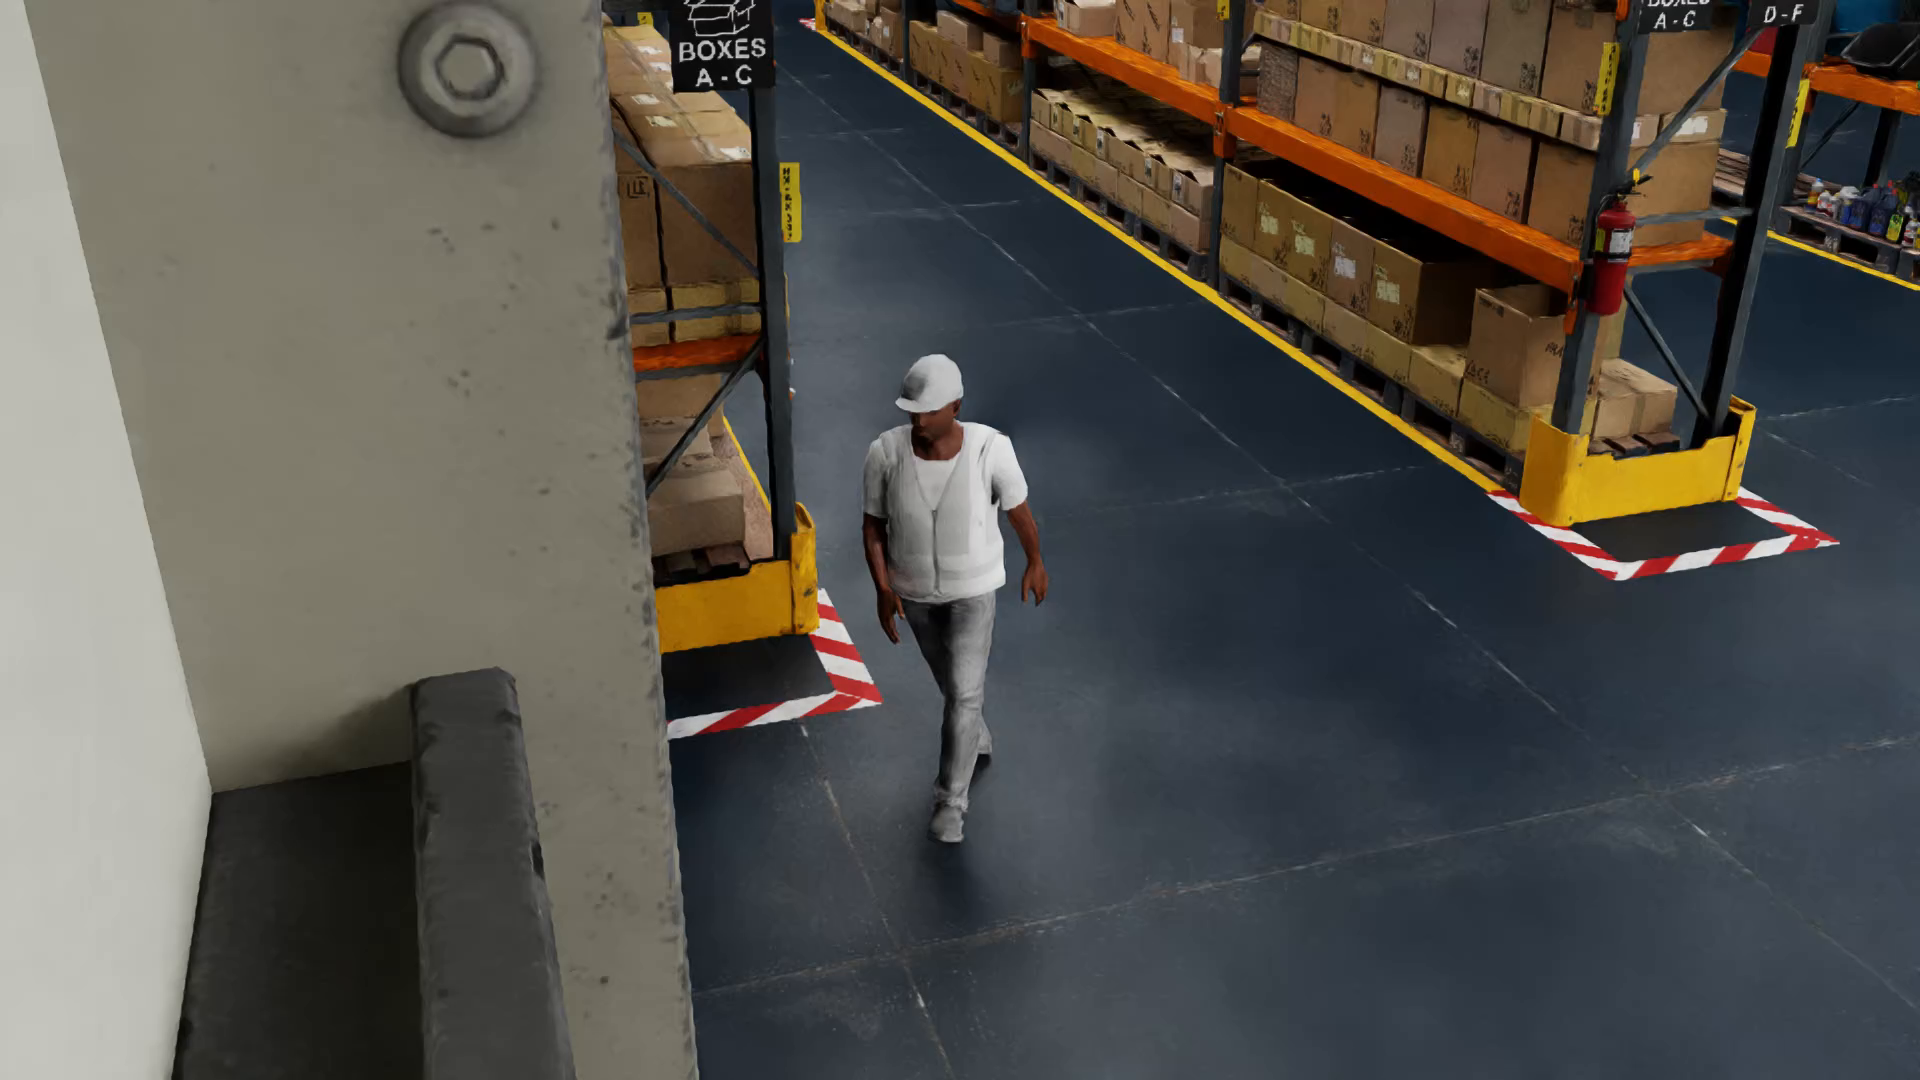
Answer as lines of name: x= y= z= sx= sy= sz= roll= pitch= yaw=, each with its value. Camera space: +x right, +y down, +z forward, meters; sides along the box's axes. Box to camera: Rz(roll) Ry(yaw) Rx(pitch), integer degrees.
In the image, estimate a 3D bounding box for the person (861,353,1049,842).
person: x=-0.046 y=0.177 z=5.961 sx=0.653 sy=1.715 sz=0.994 roll=5 pitch=27 yaw=10
